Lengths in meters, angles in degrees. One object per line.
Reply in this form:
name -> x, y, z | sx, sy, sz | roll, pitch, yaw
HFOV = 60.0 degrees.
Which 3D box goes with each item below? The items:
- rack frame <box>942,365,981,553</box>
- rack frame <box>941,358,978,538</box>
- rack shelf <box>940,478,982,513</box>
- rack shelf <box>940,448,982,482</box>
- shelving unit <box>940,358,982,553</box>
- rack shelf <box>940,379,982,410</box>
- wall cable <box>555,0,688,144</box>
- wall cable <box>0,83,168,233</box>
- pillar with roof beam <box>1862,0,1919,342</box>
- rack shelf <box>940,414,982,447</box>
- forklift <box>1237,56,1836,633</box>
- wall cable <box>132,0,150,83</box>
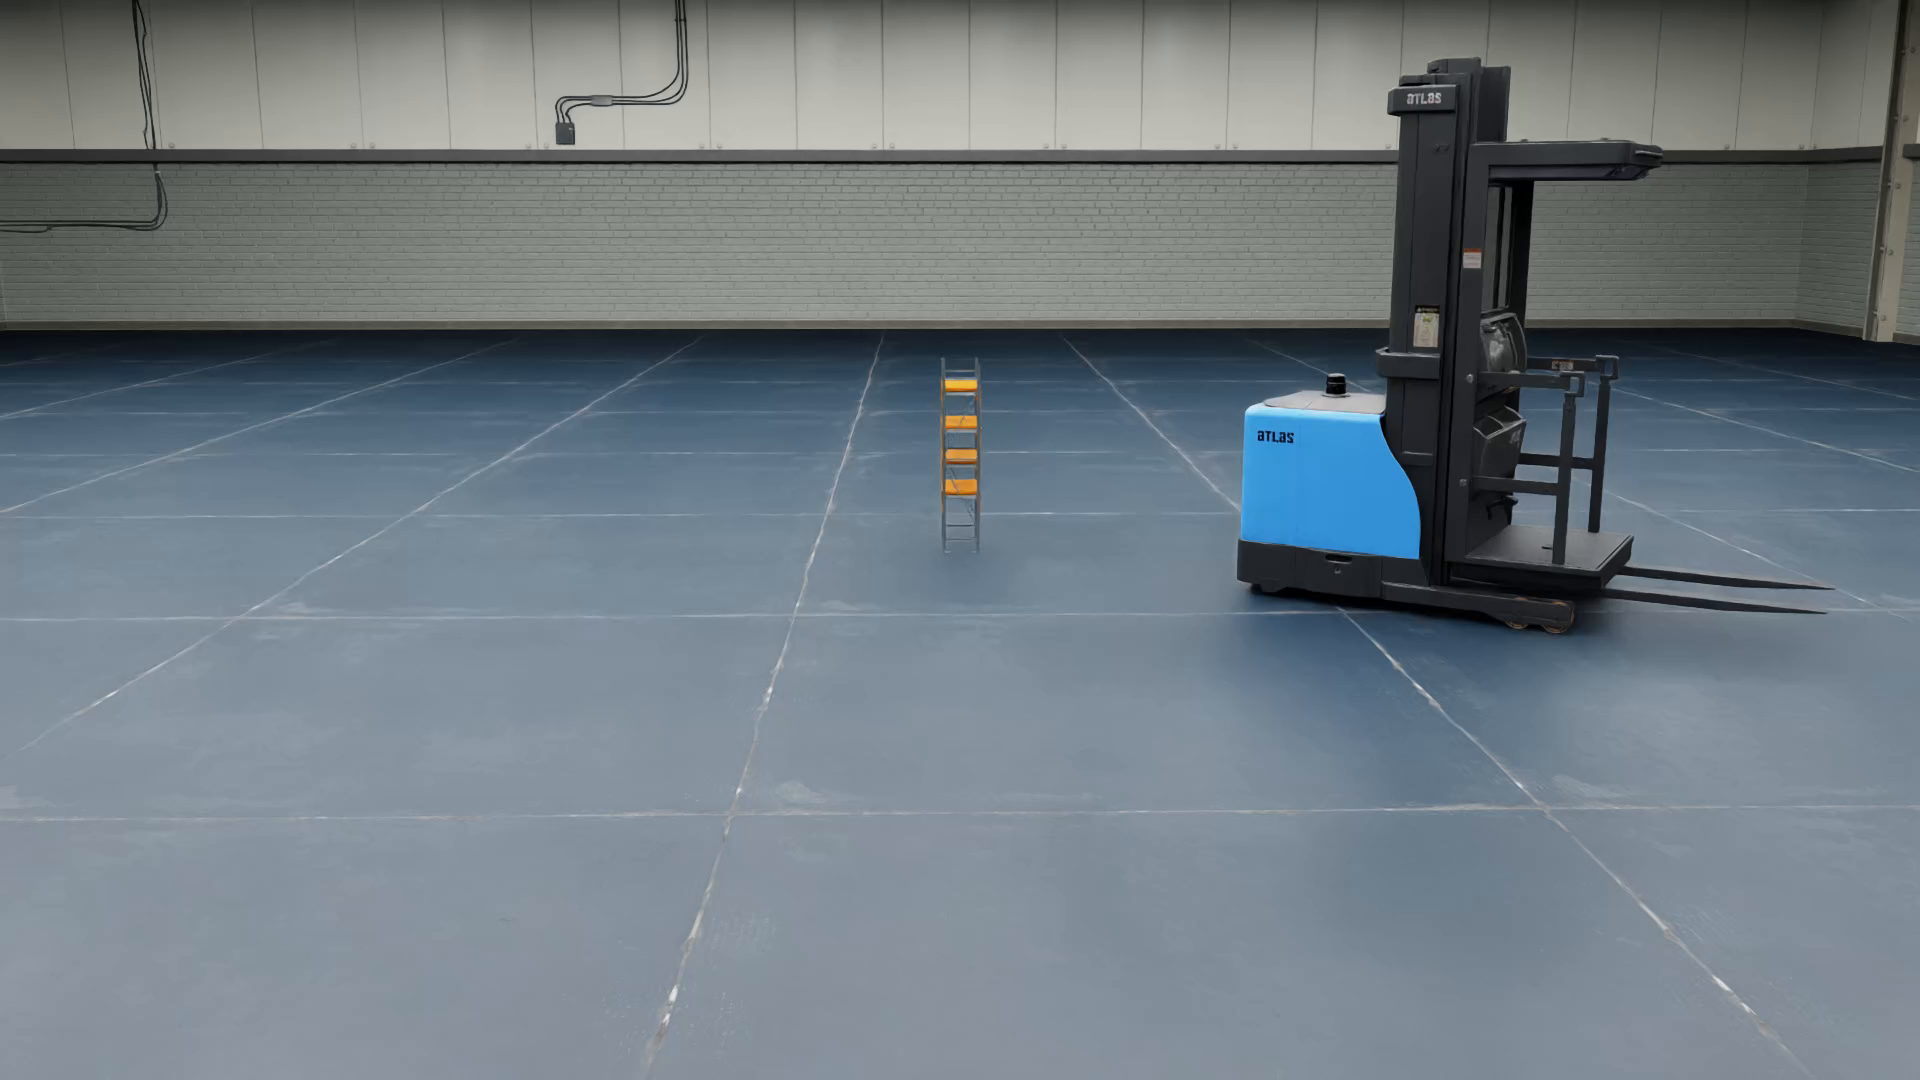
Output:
rack frame -> 0.008, -0.507, 10.539 | 0.240, 1.200, 0.015 | 0, 11, -1
rack frame -> -0.002, -0.604, 11.017 | 0.240, 1.200, 0.015 | 0, 11, -1
rack shelf -> 0.003, -0.295, 10.830 | 0.258, 0.148, 0.480 | 0, 11, -1
rack shelf -> 0.003, -0.489, 10.791 | 0.258, 0.148, 0.480 | 0, 11, -1
shelving unit -> 0.003, -0.555, 10.778 | 0.258, 1.200, 0.503 | 0, 11, -1
rack shelf -> 0.003, -0.940, 10.699 | 0.258, 0.148, 0.480 | 0, 11, -1
wall cable -> -5.832, -9.808, 28.220 | 2.305, 6.003, 0.169 | 0, 11, -1
wall cable -> -15.323, -6.584, 28.690 | 3.097, 2.526, 0.112 | 0, 11, -1
pillar with roof beam -> 10.605, -7.627, 26.019 | 9.100, 9.000, 0.400 | 0, 11, -1
rack shelf -> 0.003, -0.708, 10.747 | 0.258, 0.148, 0.480 | 0, 11, -1
forklift -> 3.127, -1.070, 8.961 | 3.031, 2.935, 1.130 | 7, 13, 30
wall cable -> -12.619, -9.070, 28.243 | 3.097, 2.526, 0.112 | 0, 11, -1
